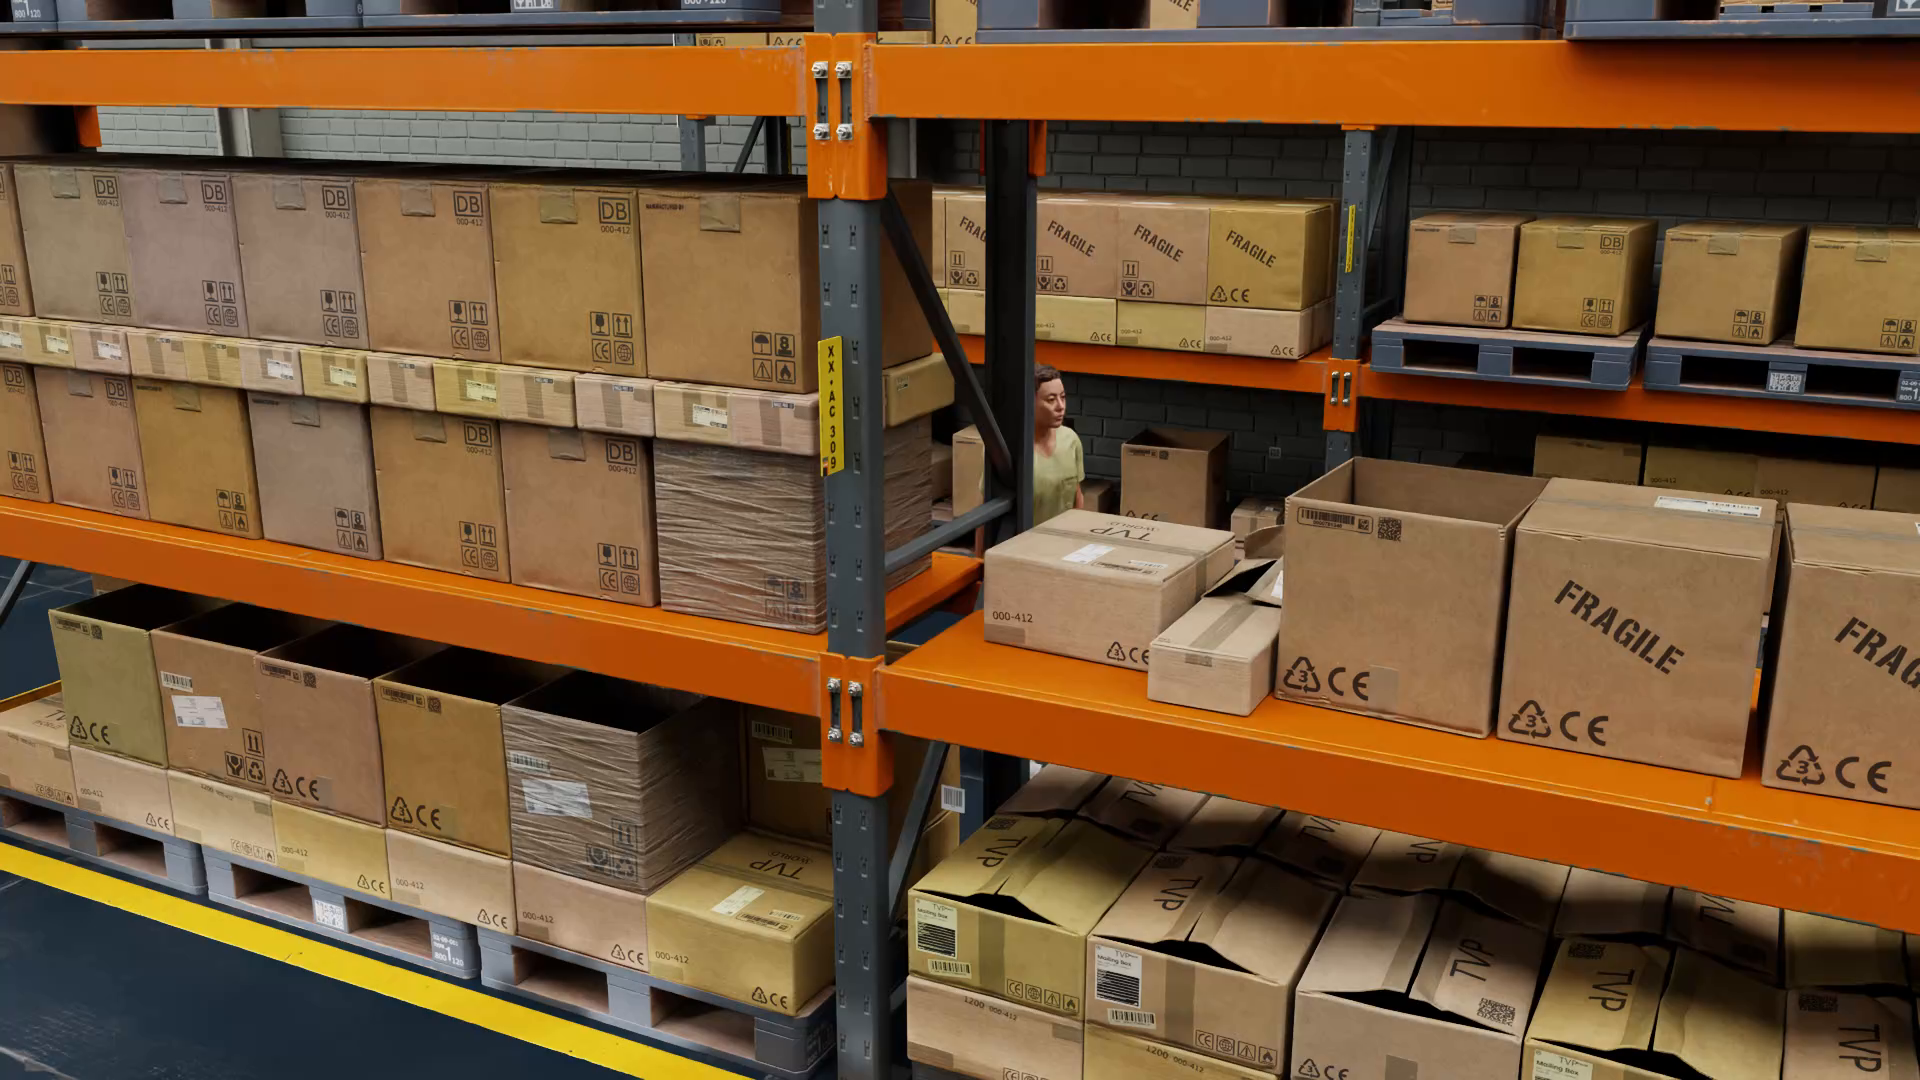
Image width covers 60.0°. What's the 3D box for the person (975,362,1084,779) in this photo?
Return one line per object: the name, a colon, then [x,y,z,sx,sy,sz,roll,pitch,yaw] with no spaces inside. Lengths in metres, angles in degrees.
person: [0.239,0.089,6.663,0.476,1.655,0.613,-8,18,-25]
